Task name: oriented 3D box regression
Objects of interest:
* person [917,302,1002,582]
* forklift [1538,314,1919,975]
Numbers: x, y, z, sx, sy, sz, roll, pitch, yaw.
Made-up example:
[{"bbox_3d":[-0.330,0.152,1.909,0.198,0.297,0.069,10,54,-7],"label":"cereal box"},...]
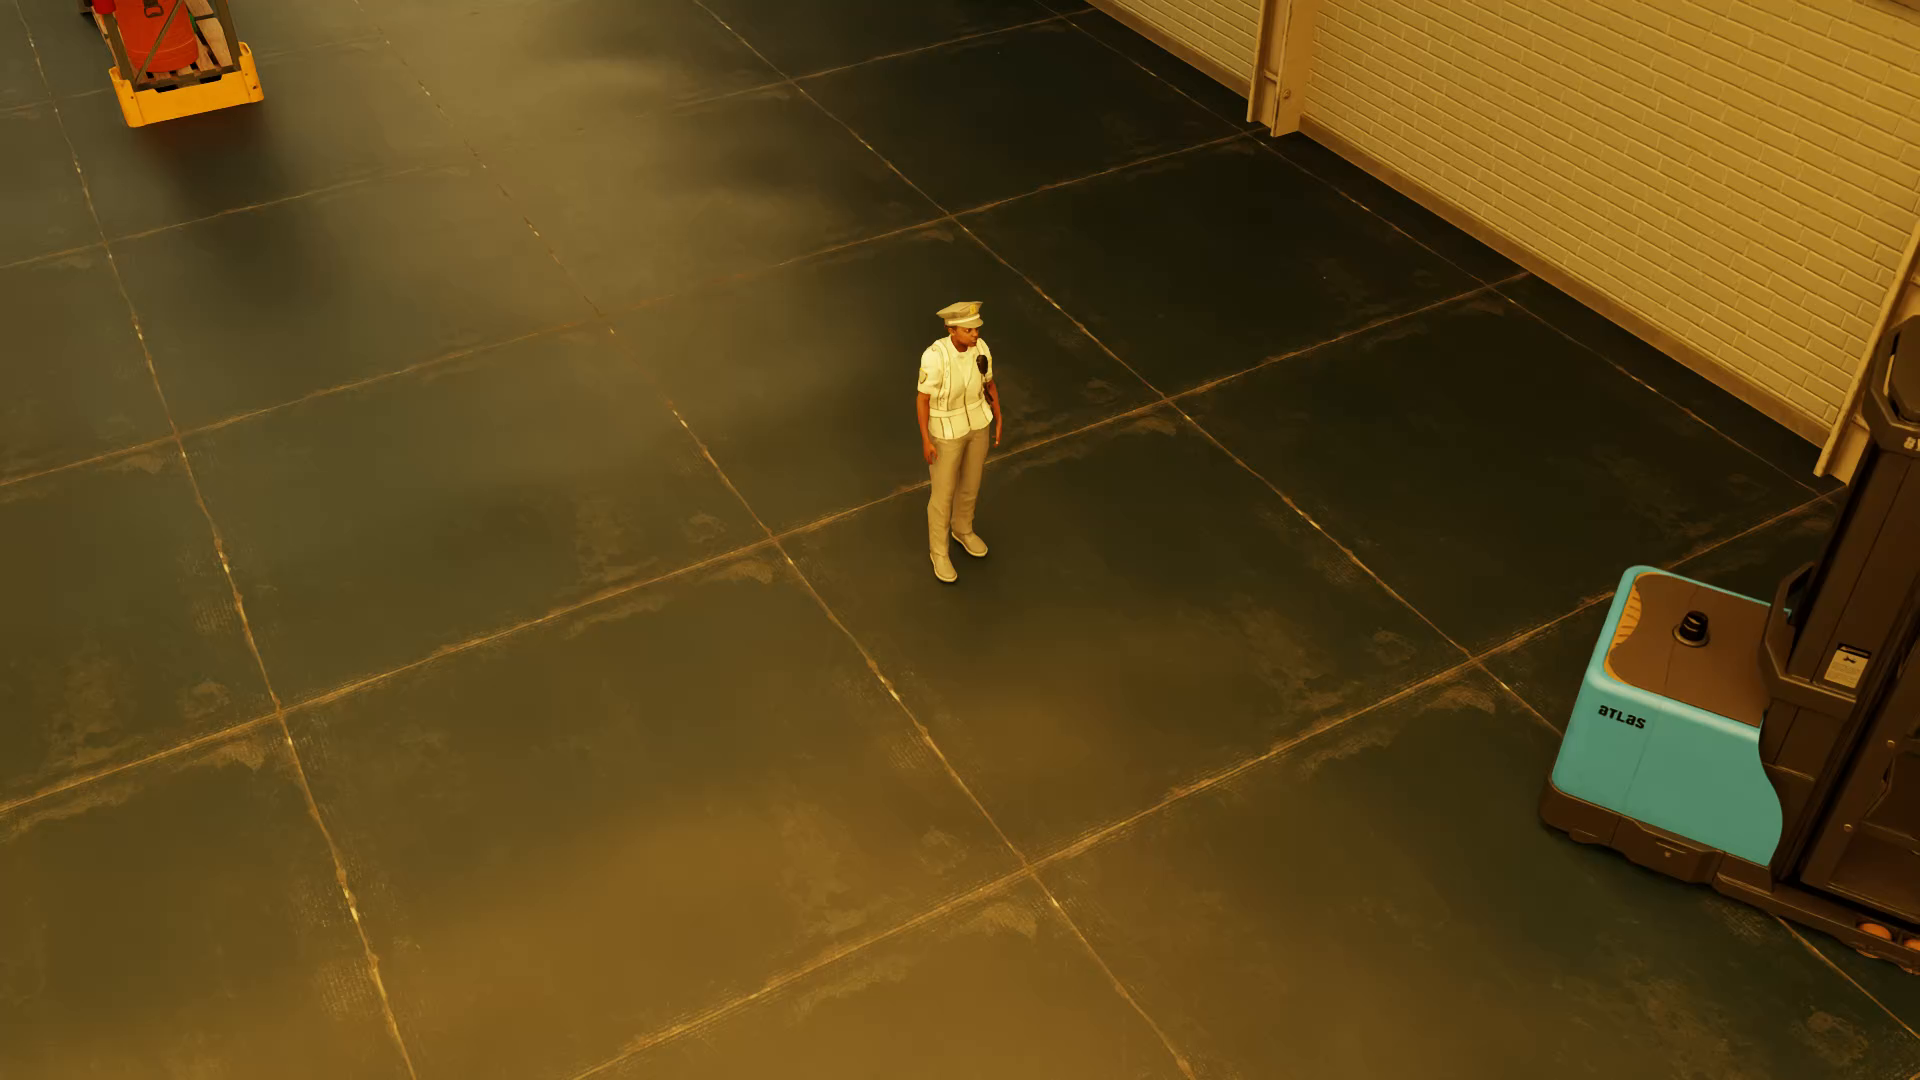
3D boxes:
[{"bbox_3d":[0.020,-0.610,9.729,0.569,1.695,0.530,-20,44,-23],"label":"person"},{"bbox_3d":[4.509,0.532,7.395,3.031,2.935,1.130,20,44,22],"label":"forklift"}]
